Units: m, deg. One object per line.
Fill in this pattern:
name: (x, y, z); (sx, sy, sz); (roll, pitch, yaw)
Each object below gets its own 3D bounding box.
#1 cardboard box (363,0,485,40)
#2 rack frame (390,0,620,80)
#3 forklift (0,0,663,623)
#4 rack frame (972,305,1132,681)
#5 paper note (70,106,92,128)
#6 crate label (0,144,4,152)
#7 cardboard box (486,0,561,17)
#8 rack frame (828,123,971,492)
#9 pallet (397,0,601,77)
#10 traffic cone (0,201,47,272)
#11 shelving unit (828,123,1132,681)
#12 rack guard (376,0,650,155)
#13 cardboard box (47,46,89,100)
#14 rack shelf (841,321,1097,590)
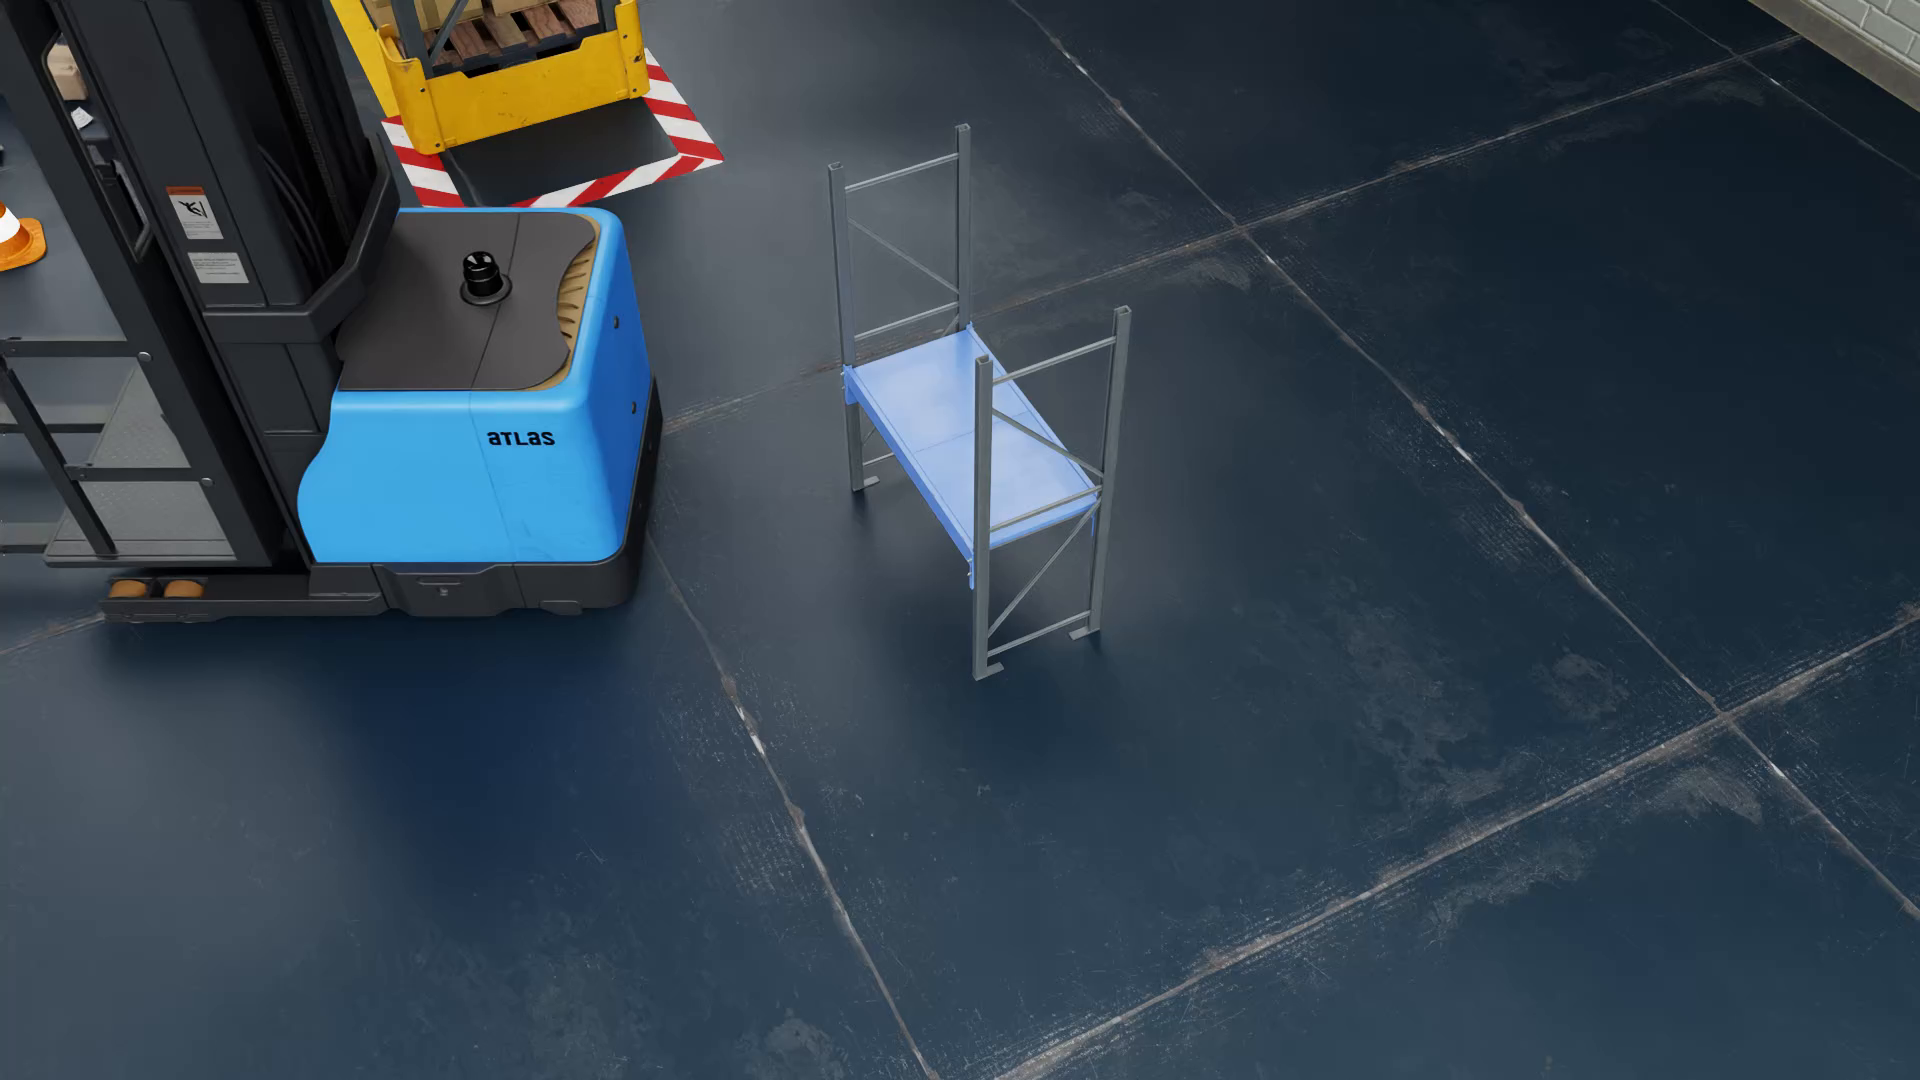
cardboard box: (-2.687, -2.749, 8.209); (0.500, 0.250, 0.500); (-21, 52, -18)
rack frame: (-2.067, -3.051, 6.926); (1.000, 3.000, 0.127); (-21, 52, -18)
forklift: (-2.686, -1.067, 5.236); (3.031, 2.935, 1.130); (0, 49, 0)
rack frame: (0.272, -0.096, 5.338); (0.500, 1.500, 0.032); (-21, 52, -18)
paper note: (-4.270, -2.021, 7.997); (0.142, 0.019, 0.148); (35, 57, 27)
crate label: (-4.657, -1.847, 7.775); (0.298, 0.136, 0.250); (26, 54, 21)
cardboard box: (-2.190, -2.920, 8.358); (0.500, 0.250, 0.500); (-22, 52, -18)
rack frame: (-0.194, -0.777, 5.933); (0.500, 1.500, 0.032); (-21, 52, -18)
pallet: (-2.442, -2.740, 8.506); (1.003, 0.211, 1.213); (-21, 52, -18)
traffic cone: (-4.242, -1.450, 7.211); (0.336, 0.463, 0.334); (-21, 52, -18)
shelving unit: (0.039, -0.437, 5.636); (0.538, 1.500, 1.048); (-21, 52, -18)
rack guard: (-2.102, -2.279, 7.911); (1.175, 0.500, 0.348); (-21, 52, -18)
cardboard box: (-4.463, -2.294, 8.157); (0.380, 0.149, 0.250); (2, 49, 2)
rack shelf: (0.039, -0.318, 5.771); (0.538, 0.185, 1.000); (-21, 52, -18)
